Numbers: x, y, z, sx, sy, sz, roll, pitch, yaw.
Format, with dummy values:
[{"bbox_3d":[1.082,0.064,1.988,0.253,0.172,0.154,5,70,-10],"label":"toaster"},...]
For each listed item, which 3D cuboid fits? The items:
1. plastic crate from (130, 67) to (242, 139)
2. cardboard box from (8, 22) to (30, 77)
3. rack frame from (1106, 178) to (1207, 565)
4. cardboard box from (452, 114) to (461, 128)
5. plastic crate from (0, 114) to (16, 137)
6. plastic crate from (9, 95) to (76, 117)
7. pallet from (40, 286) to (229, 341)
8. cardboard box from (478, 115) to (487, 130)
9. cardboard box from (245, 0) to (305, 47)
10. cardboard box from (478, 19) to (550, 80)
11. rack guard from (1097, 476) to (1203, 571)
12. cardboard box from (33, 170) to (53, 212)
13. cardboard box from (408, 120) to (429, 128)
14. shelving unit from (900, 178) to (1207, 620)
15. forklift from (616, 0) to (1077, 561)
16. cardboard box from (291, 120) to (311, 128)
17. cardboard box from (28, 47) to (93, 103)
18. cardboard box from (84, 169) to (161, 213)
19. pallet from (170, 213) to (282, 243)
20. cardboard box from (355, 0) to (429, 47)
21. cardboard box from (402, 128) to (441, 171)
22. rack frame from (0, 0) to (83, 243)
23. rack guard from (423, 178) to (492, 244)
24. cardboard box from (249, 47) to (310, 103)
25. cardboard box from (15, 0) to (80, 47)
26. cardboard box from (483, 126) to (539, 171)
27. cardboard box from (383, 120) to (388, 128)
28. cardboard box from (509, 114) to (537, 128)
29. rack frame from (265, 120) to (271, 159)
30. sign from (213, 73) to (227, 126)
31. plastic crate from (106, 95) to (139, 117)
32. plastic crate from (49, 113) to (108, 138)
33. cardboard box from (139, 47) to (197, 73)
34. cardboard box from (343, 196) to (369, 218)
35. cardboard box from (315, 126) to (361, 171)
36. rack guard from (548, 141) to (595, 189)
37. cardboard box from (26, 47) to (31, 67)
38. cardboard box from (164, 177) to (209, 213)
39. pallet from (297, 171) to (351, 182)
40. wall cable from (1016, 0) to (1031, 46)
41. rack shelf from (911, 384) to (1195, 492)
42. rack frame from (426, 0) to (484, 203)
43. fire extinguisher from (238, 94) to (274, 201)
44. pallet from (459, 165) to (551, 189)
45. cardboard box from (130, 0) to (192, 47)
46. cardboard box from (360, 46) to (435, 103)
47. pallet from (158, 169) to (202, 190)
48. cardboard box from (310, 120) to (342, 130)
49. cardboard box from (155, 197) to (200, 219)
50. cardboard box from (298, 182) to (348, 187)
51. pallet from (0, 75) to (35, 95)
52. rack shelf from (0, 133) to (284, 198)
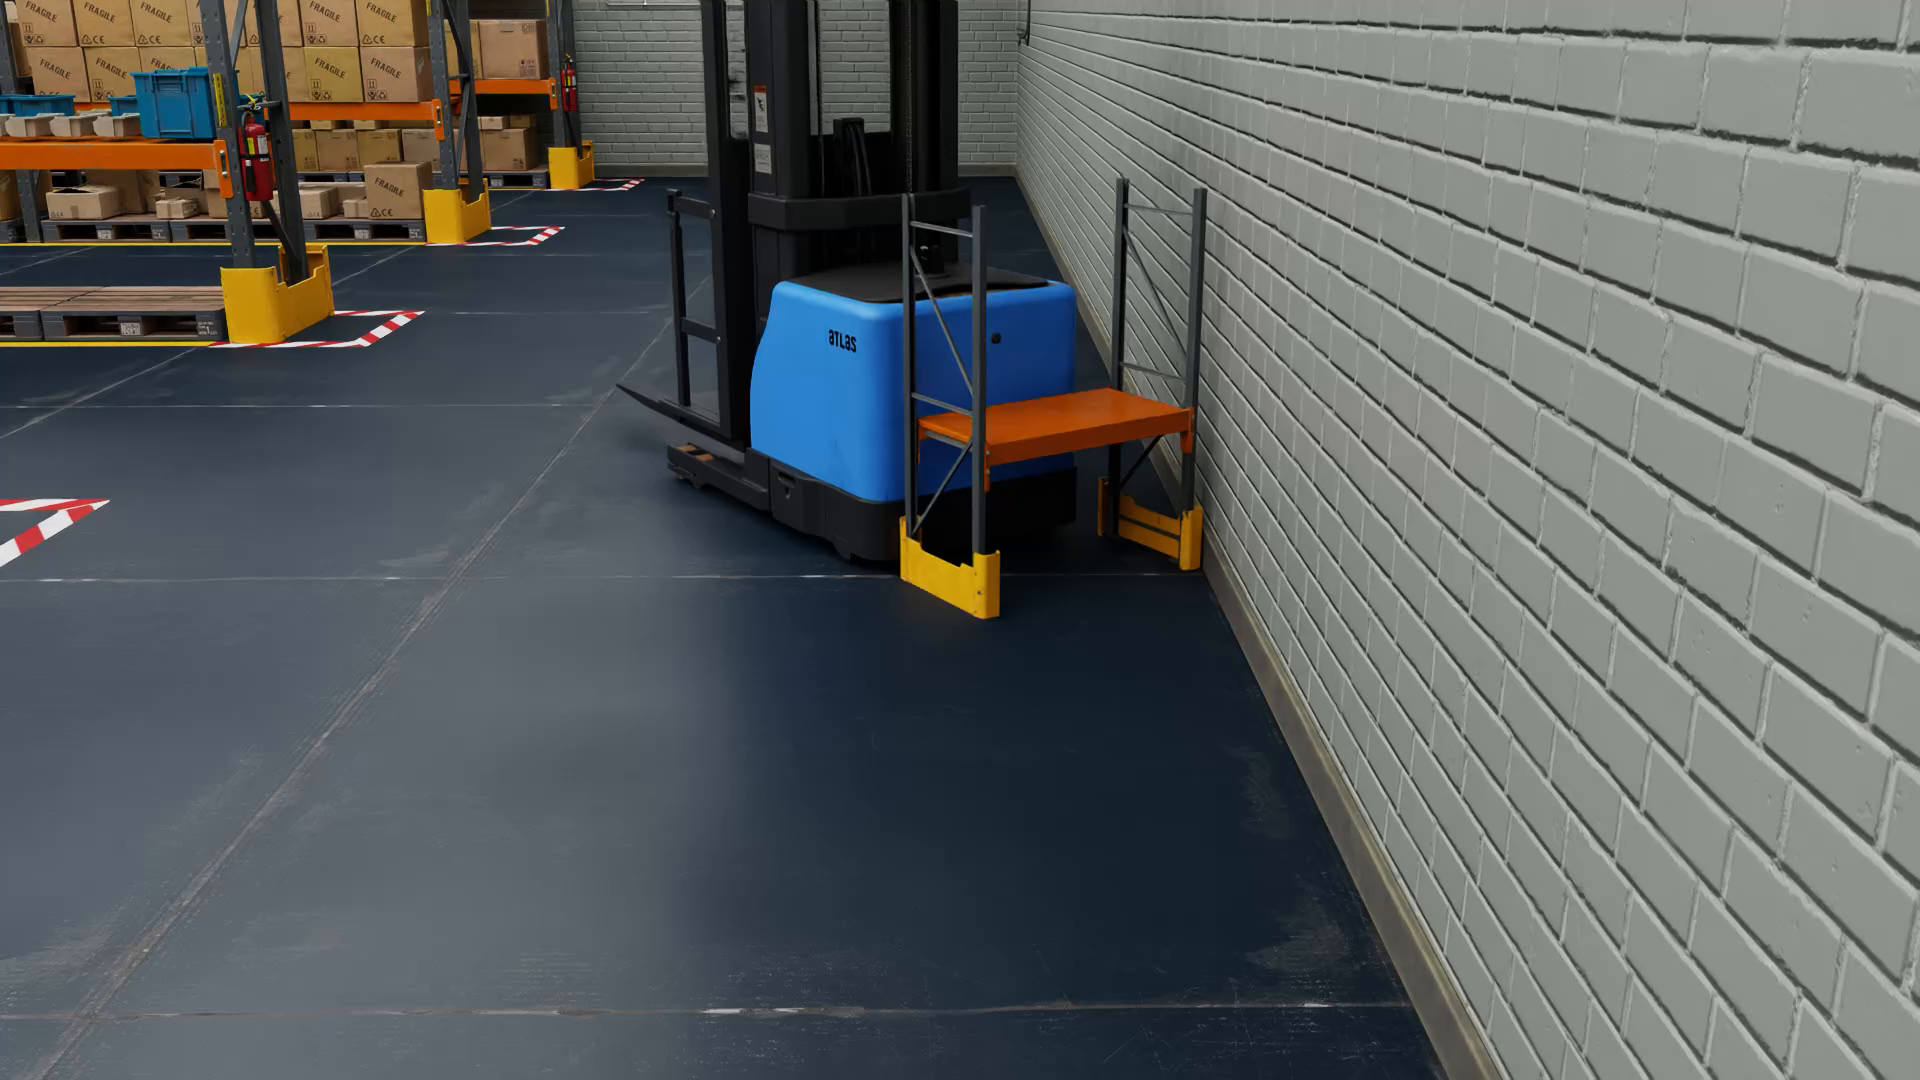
[{"bbox_3d":[-5.109,-2.905,11.037,0.499,0.435,0.616,0,18,-1],"label":"plastic crate"},{"bbox_3d":[-9.329,-4.725,16.017,0.500,0.500,0.700,-6,19,-19],"label":"cardboard box"},{"bbox_3d":[0.778,-0.670,6.680,0.032,1.500,0.500,-12,21,-33],"label":"rack frame"},{"bbox_3d":[-6.267,-5.287,20.960,0.250,0.149,0.380,0,18,0],"label":"cardboard box"},{"bbox_3d":[-6.454,-2.749,11.041,0.250,0.136,0.298,0,18,-1],"label":"plastic crate"},{"bbox_3d":[-6.346,-2.960,11.541,0.300,0.233,0.416,0,18,-1],"label":"plastic crate"},{"bbox_3d":[-5.603,-1.598,11.685,1.213,0.211,1.003,0,18,-1],"label":"pallet"},{"bbox_3d":[-6.013,-5.171,20.599,0.250,0.149,0.380,0,18,1],"label":"cardboard box"},{"bbox_3d":[-6.316,-4.862,15.493,0.500,0.500,0.500,0,18,1],"label":"cardboard box"},{"bbox_3d":[-5.444,-6.081,20.604,0.700,0.700,0.980,1,18,2],"label":"cardboard box"},{"bbox_3d":[0.777,-0.074,6.870,0.087,0.250,0.587,-12,21,-33],"label":"rack guard"},{"bbox_3d":[-9.339,-3.503,16.430,0.500,0.500,0.500,-1,18,-3],"label":"cardboard box"},{"bbox_3d":[-6.778,-5.284,20.951,0.250,0.149,0.380,0,18,0],"label":"cardboard box"},{"bbox_3d":[0.367,-0.584,6.411,1.083,1.500,0.587,-12,21,-33],"label":"shelving unit"},{"bbox_3d":[-0.740,-1.705,7.564,1.130,2.935,3.031,-11,21,-32],"label":"forklift"},{"bbox_3d":[-8.332,-5.276,20.926,0.250,0.149,0.380,0,18,-1],"label":"cardboard box"},{"bbox_3d":[-8.338,-4.379,15.623,0.500,0.500,0.500,0,18,1],"label":"cardboard box"},{"bbox_3d":[-8.286,-3.521,16.483,0.500,0.500,0.500,0,18,-1],"label":"cardboard box"},{"bbox_3d":[-6.942,-3.094,16.347,1.213,0.211,1.003,0,18,-1],"label":"pallet"},{"bbox_3d":[-5.293,-4.869,15.514,0.500,0.500,0.500,0,18,-1],"label":"cardboard box"},{"bbox_3d":[-6.636,-4.915,20.863,0.500,0.500,0.700,-1,18,-3],"label":"cardboard box"},{"bbox_3d":[-8.852,-4.412,15.890,0.127,3.000,1.000,0,18,-1],"label":"rack frame"},{"bbox_3d":[-4.928,-3.241,16.331,0.348,0.500,1.175,0,18,-1],"label":"rack guard"},{"bbox_3d":[-6.313,-4.389,15.656,0.500,0.500,0.500,0,18,0],"label":"cardboard box"},{"bbox_3d":[-8.376,-4.852,15.461,0.500,0.500,0.500,0,18,1],"label":"cardboard box"},{"bbox_3d":[-5.632,-4.920,20.879,0.500,0.500,0.700,0,18,-1],"label":"cardboard box"},{"bbox_3d":[-7.289,-5.281,20.943,0.250,0.149,0.380,0,18,0],"label":"cardboard box"},{"bbox_3d":[-5.510,-5.290,20.972,0.250,0.149,0.380,0,18,0],"label":"cardboard box"},{"bbox_3d":[-8.933,-5.925,20.606,0.127,3.000,1.000,0,18,-1],"label":"rack frame"},{"bbox_3d":[-4.753,-2.828,10.686,0.005,0.325,0.100,0,18,-1],"label":"sign"},{"bbox_3d":[-5.688,-2.963,11.550,0.300,0.233,0.416,0,18,-1],"label":"plastic crate"},{"bbox_3d":[-5.880,-2.765,11.090,0.243,0.136,0.396,0,18,-1],"label":"plastic crate"},{"bbox_3d":[-7.325,-4.384,15.639,0.500,0.500,0.500,0,18,-1],"label":"cardboard box"},{"bbox_3d":[-5.798,-3.239,16.153,0.250,0.166,0.380,0,18,-1],"label":"cardboard box"},{"bbox_3d":[-7.682,-4.908,20.842,0.500,0.500,0.700,0,18,-1],"label":"cardboard box"},{"bbox_3d":[-4.910,-4.754,21.049,0.348,0.500,1.175,0,18,-1],"label":"rack guard"},{"bbox_3d":[-11.423,-6.030,20.252,0.500,0.500,0.500,0,18,-1],"label":"cardboard box"},{"bbox_3d":[-7.536,-3.434,16.524,0.500,0.311,0.500,0,18,-1],"label":"cardboard box"},{"bbox_3d":[-8.172,-4.577,20.969,1.213,0.211,1.003,0,18,-1],"label":"pallet"},{"bbox_3d":[0.727,-7.240,19.969,0.112,2.526,3.097,0,18,-1],"label":"wall cable"},{"bbox_3d":[0.359,-0.411,6.461,1.000,0.185,0.538,-12,21,-33],"label":"rack shelf"},{"bbox_3d":[-4.852,-4.431,15.950,0.127,3.000,1.000,0,18,-1],"label":"rack frame"},{"bbox_3d":[-4.620,-2.566,10.873,0.183,0.674,0.296,0,18,-1],"label":"fire extinguisher"},{"bbox_3d":[-5.732,-4.589,21.006,1.213,0.211,1.003,0,18,-1],"label":"pallet"},{"bbox_3d":[-7.346,-4.857,15.477,0.500,0.500,0.500,-1,18,-2],"label":"cardboard box"},{"bbox_3d":[-5.296,-4.393,15.669,0.500,0.500,0.500,0,18,1],"label":"cardboard box"},{"bbox_3d":[-9.704,-4.570,20.949,1.213,0.211,1.003,0,18,-1],"label":"pallet"},{"bbox_3d":[-7.839,-5.162,20.570,0.250,0.149,0.380,0,18,1],"label":"cardboard box"},{"bbox_3d":[-7.564,-3.215,16.079,0.250,0.166,0.380,0,18,-1],"label":"cardboard box"},{"bbox_3d":[-6.400,-3.411,16.550,0.500,0.250,0.500,0,18,-1],"label":"cardboard box"},{"bbox_3d":[-9.652,-4.350,16.011,1.213,0.211,1.003,0,18,-1],"label":"pallet"},{"bbox_3d":[-6.777,-2.566,11.314,4.000,0.370,1.077,0,18,-1],"label":"rack shelf"}]
